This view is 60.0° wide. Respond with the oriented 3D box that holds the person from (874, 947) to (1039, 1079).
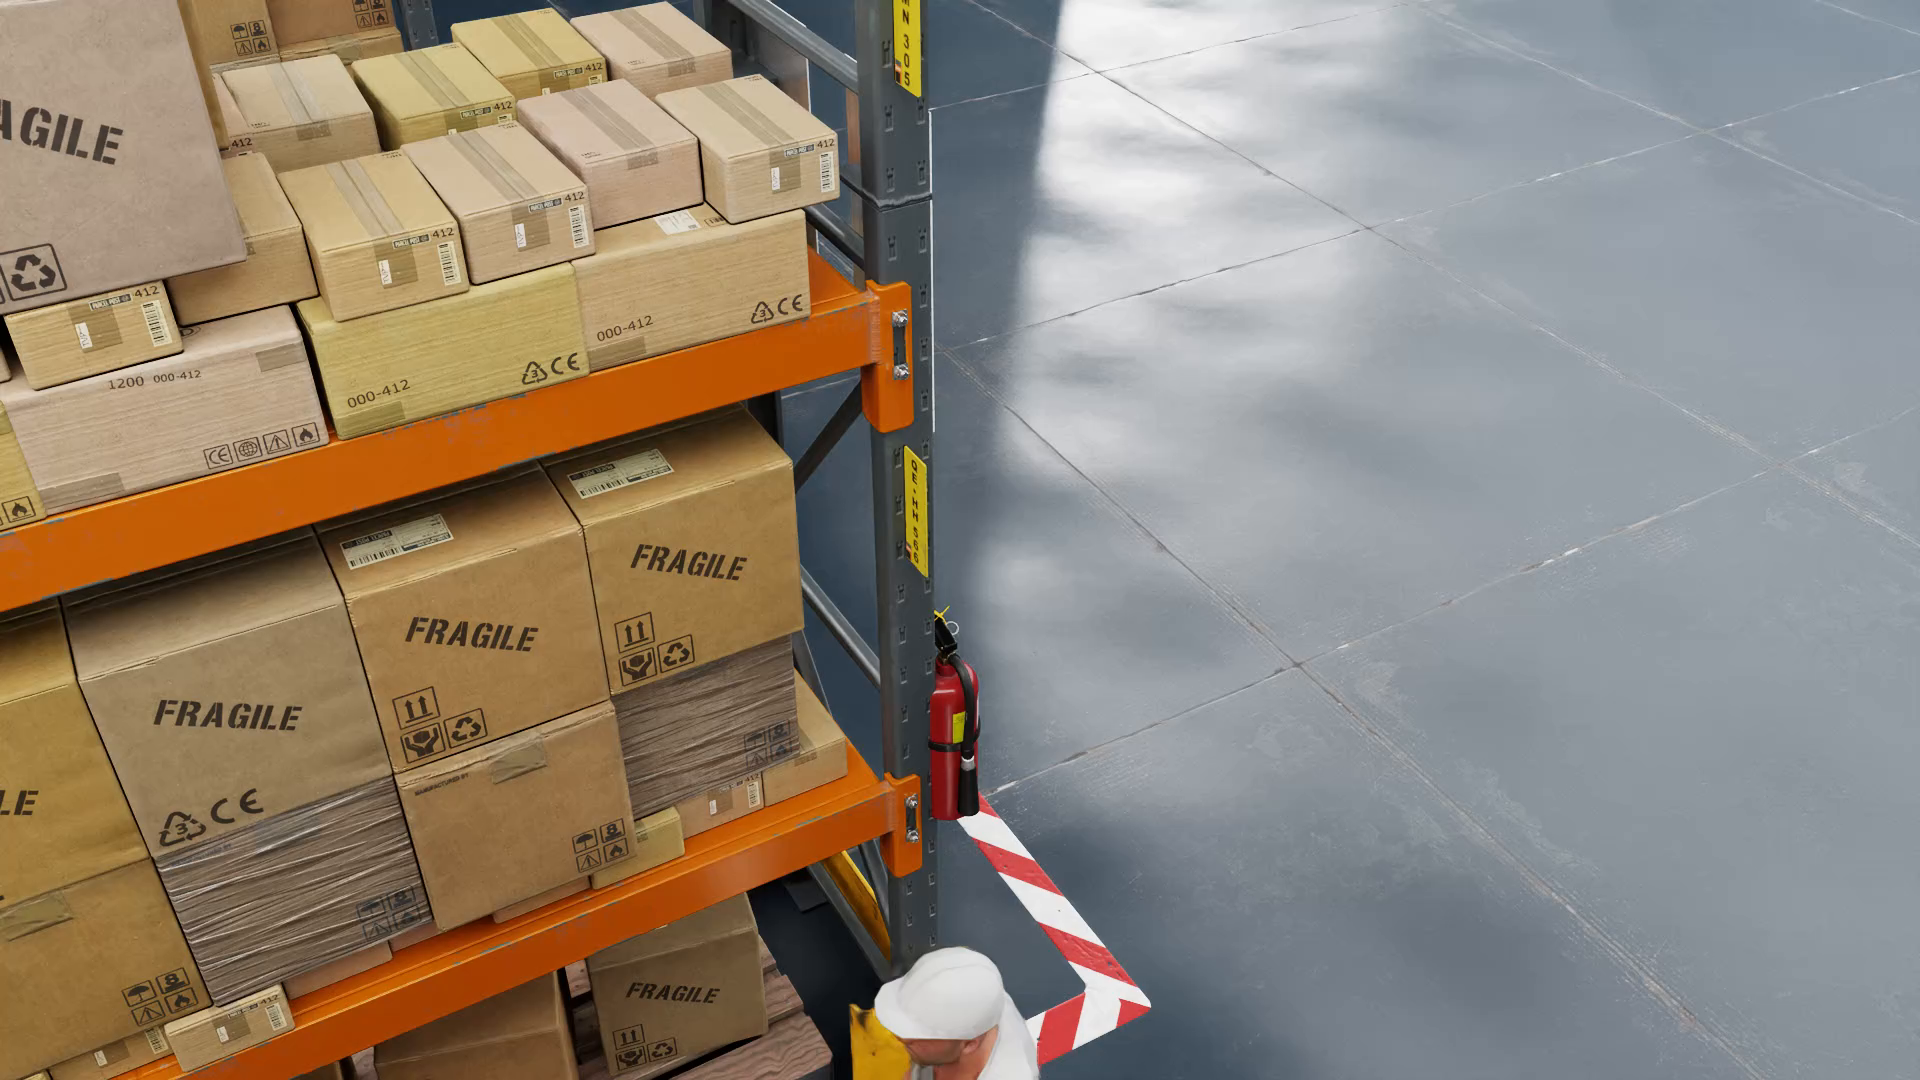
[{"bbox_3d":[-0.023,1.593,3.986,0.583,1.773,0.491,-6,37,-8],"label":"person"}]
